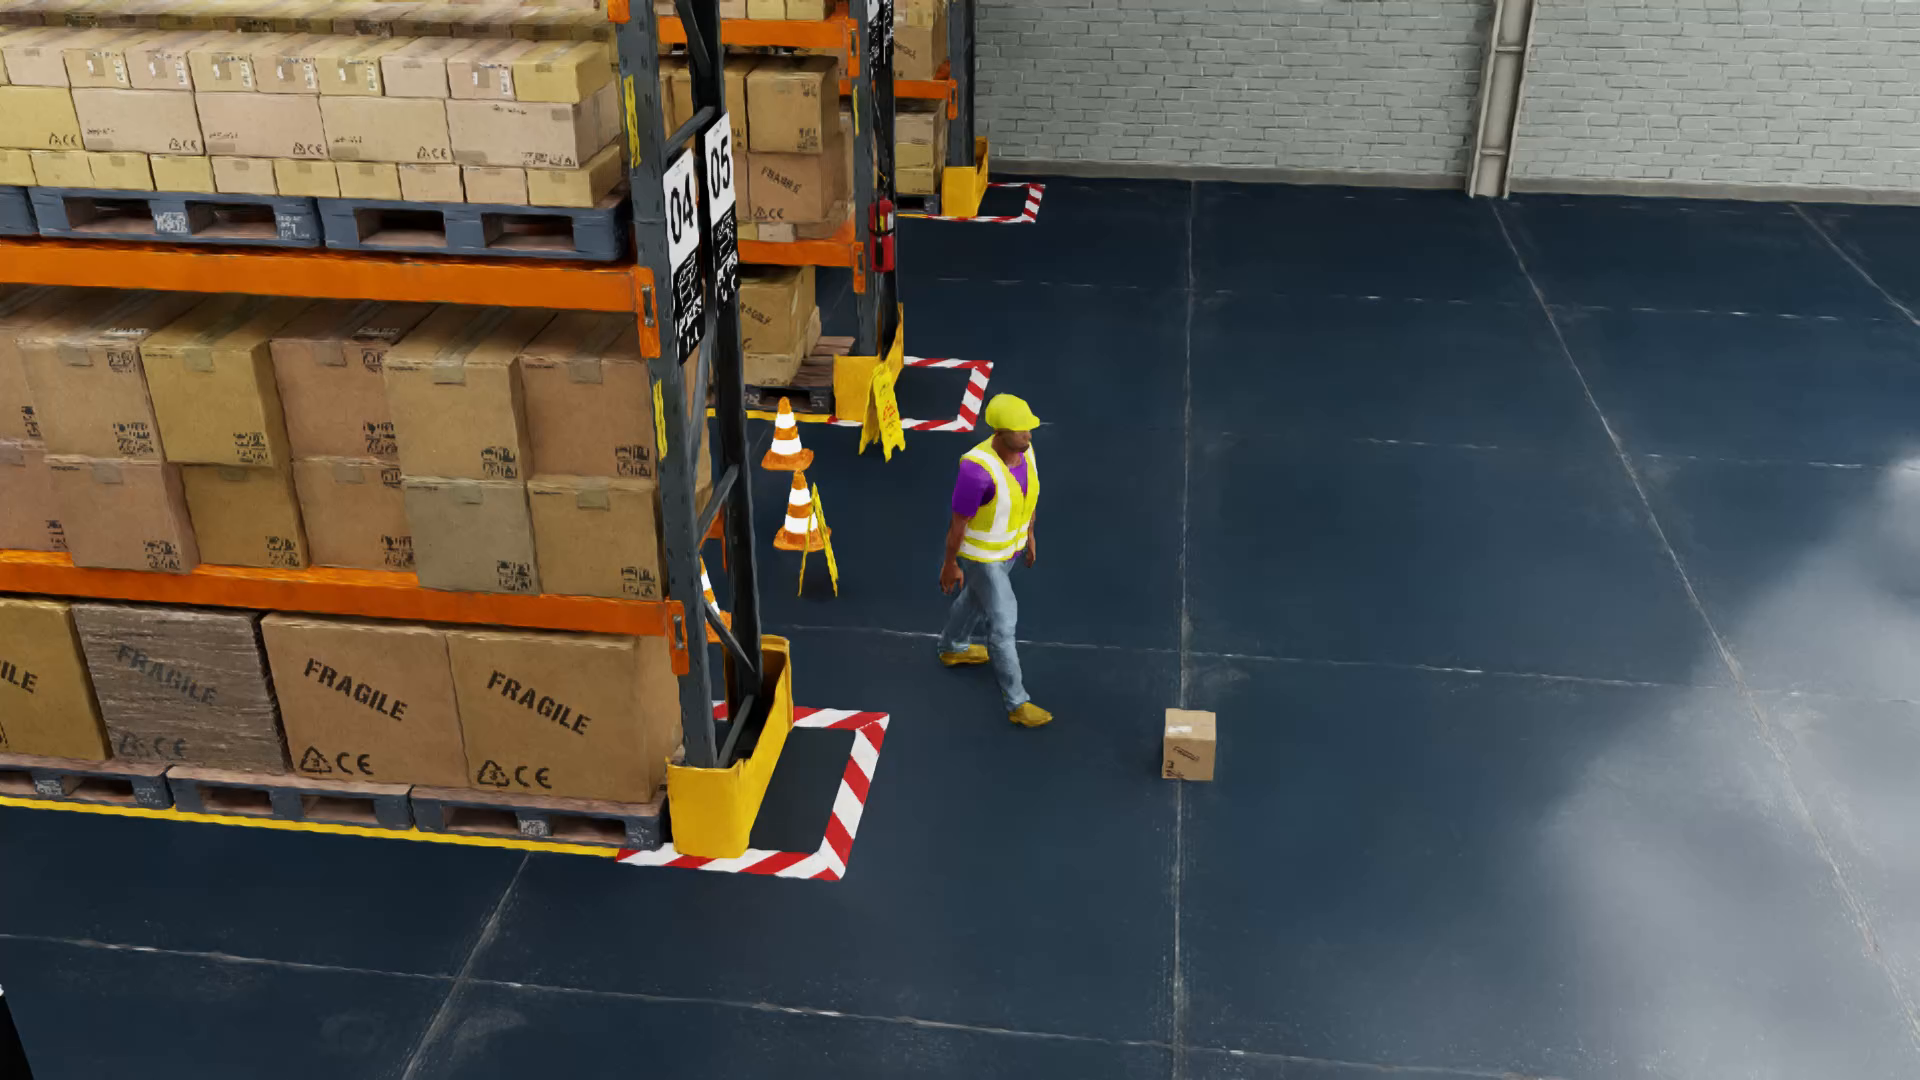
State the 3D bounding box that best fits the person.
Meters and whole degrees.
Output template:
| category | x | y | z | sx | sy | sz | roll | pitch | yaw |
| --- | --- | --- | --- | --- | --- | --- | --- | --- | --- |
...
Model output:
| category | x | y | z | sx | sy | sz | roll | pitch | yaw |
| --- | --- | --- | --- | --- | --- | --- | --- | --- | --- |
| person | 0.224 | 0.048 | 8.520 | 0.899 | 1.729 | 0.599 | 17 | 33 | 29 |
